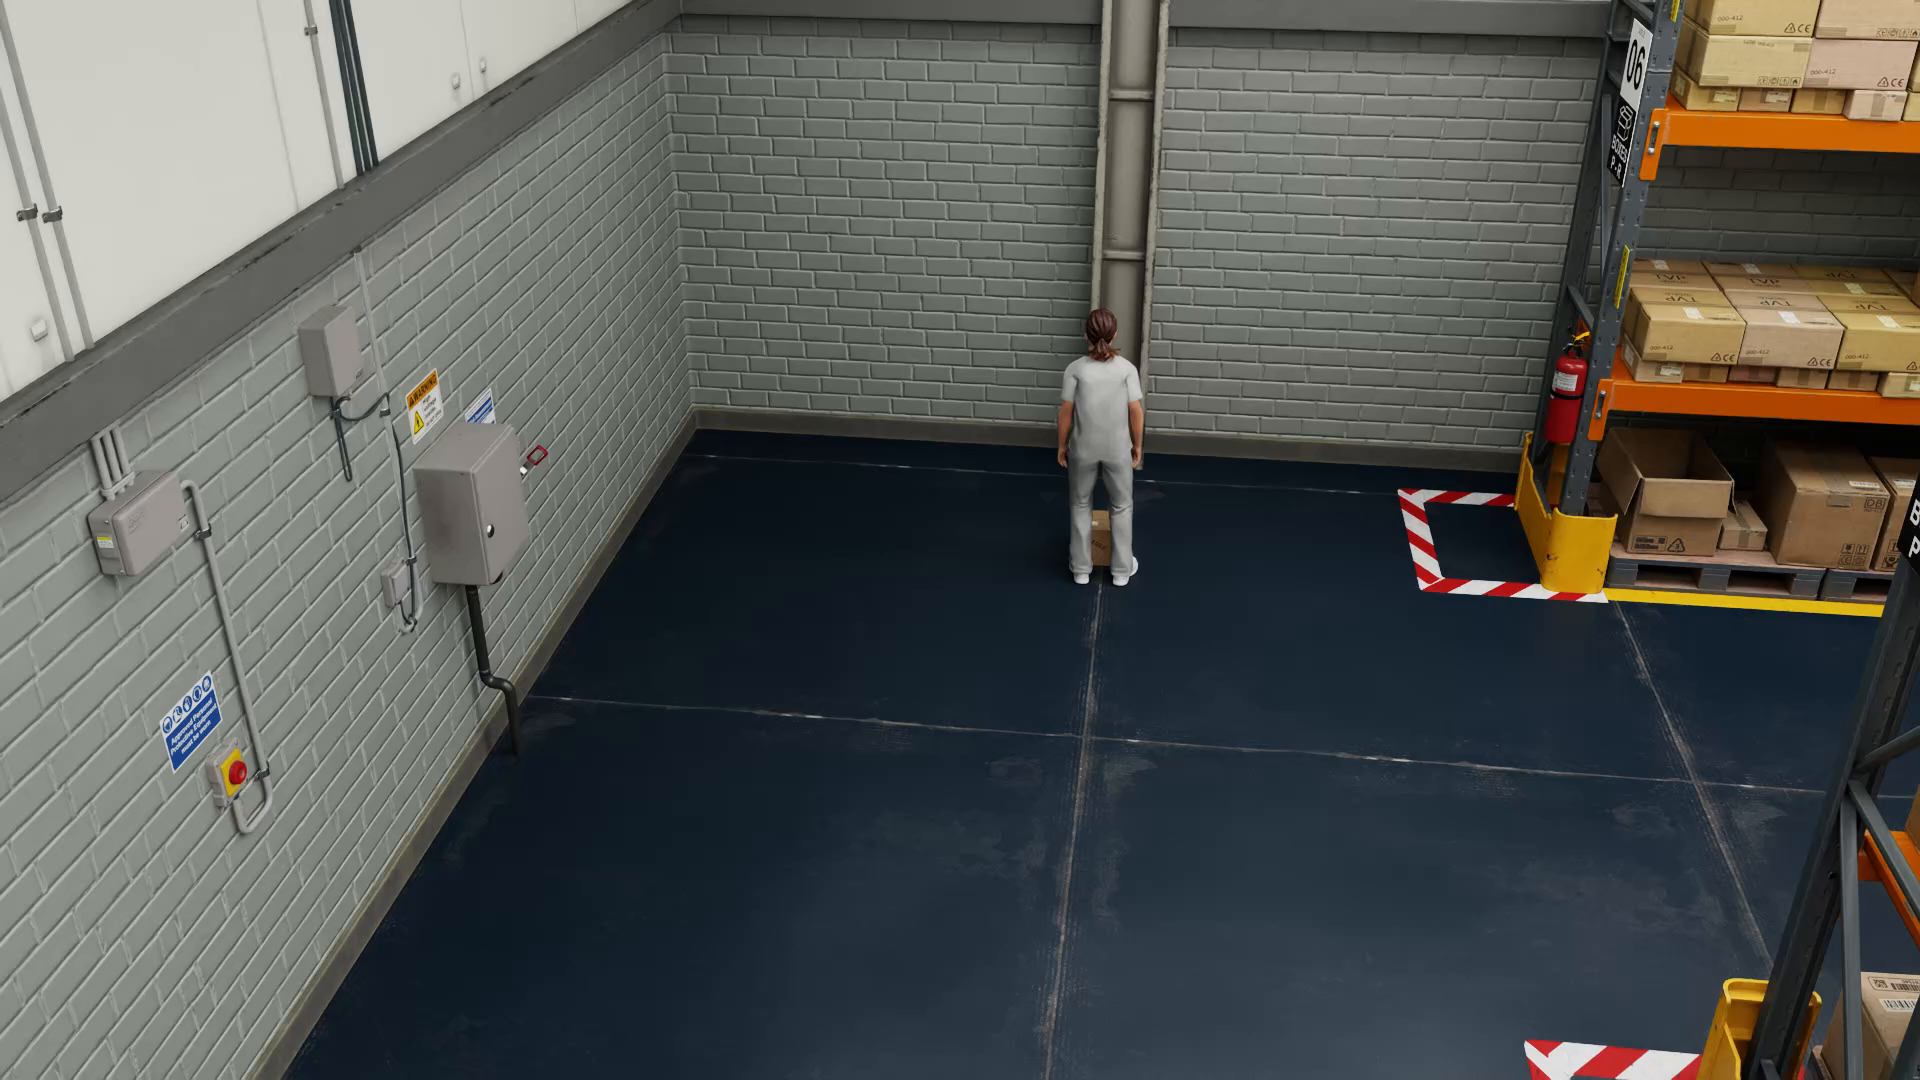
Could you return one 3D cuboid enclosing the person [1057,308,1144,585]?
[{"bbox_3d":[0.813,-0.520,9.585,0.512,1.671,0.365,2,29,3],"label":"person"}]
